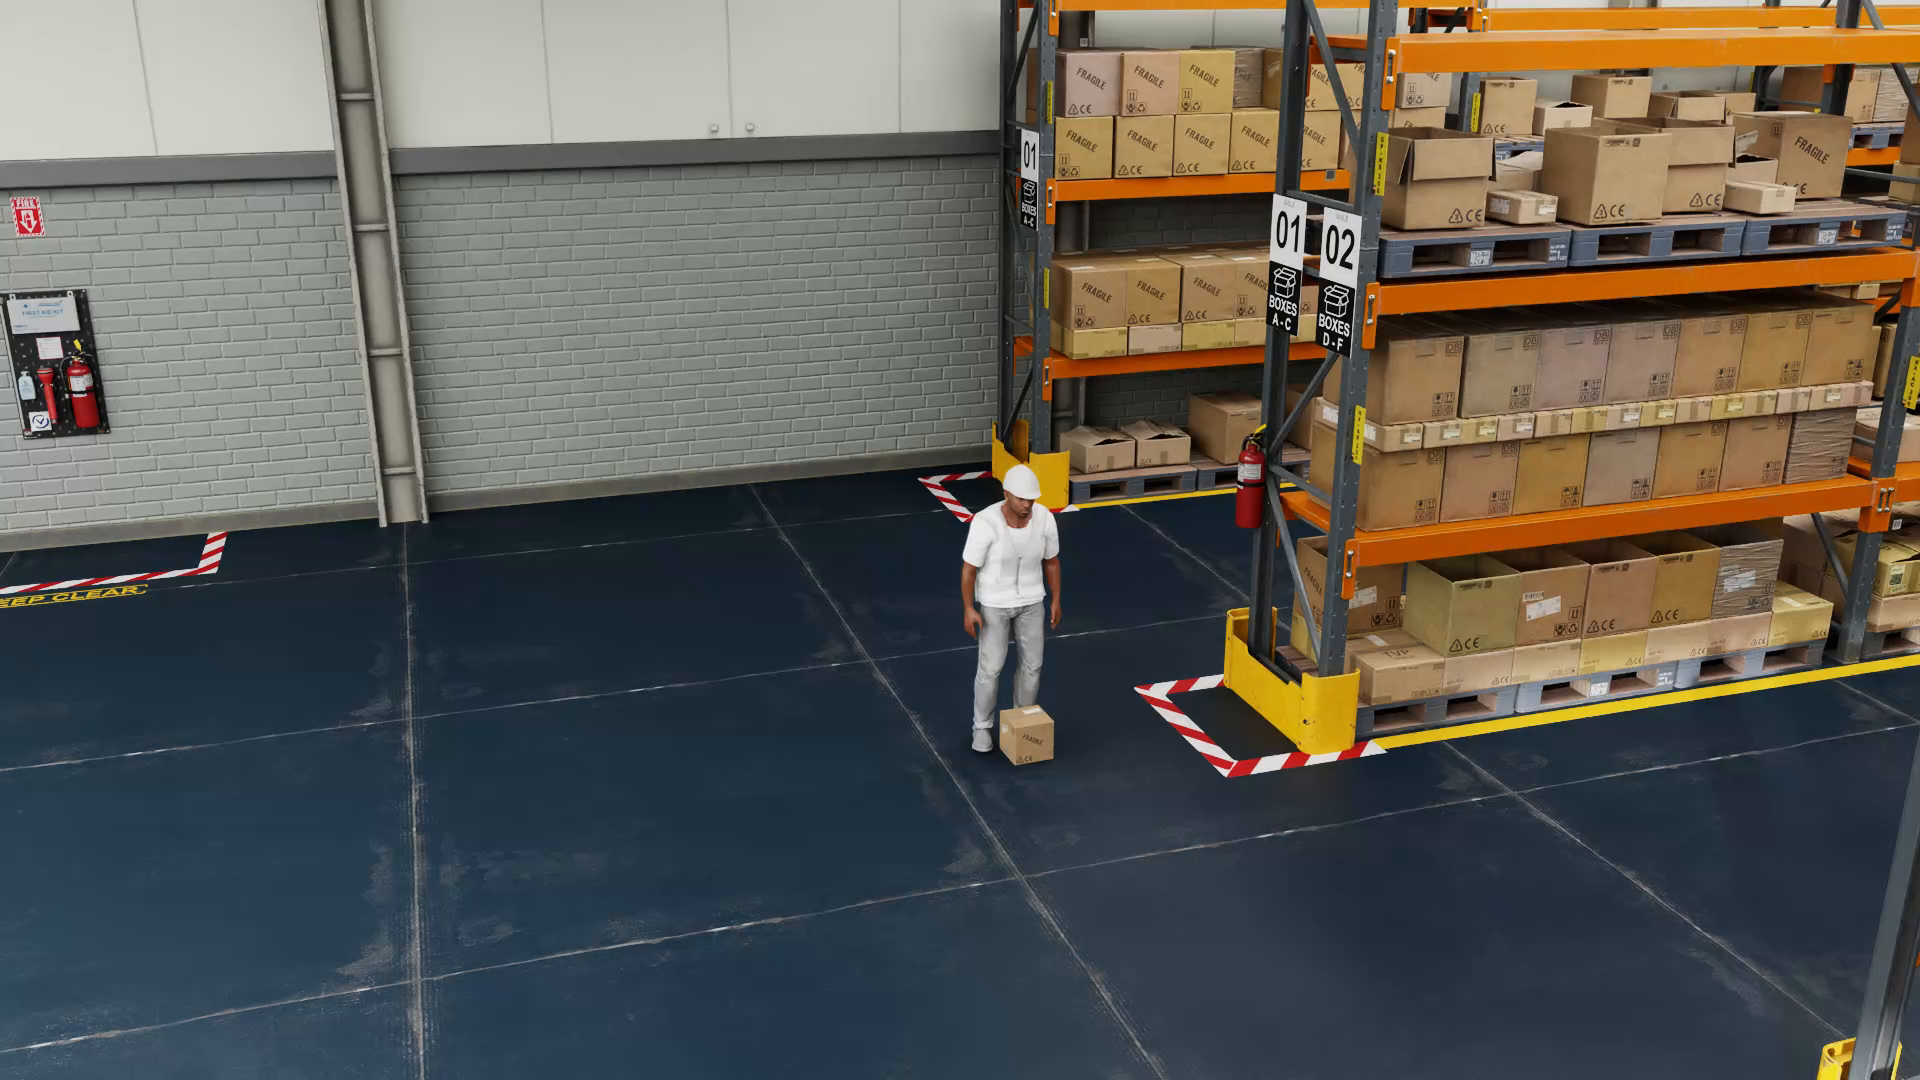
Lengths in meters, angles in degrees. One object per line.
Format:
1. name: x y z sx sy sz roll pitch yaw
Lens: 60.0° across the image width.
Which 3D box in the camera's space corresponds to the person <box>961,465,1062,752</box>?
1. person: 0.316 0.387 9.920 0.627 1.761 0.460 -6 20 -17
